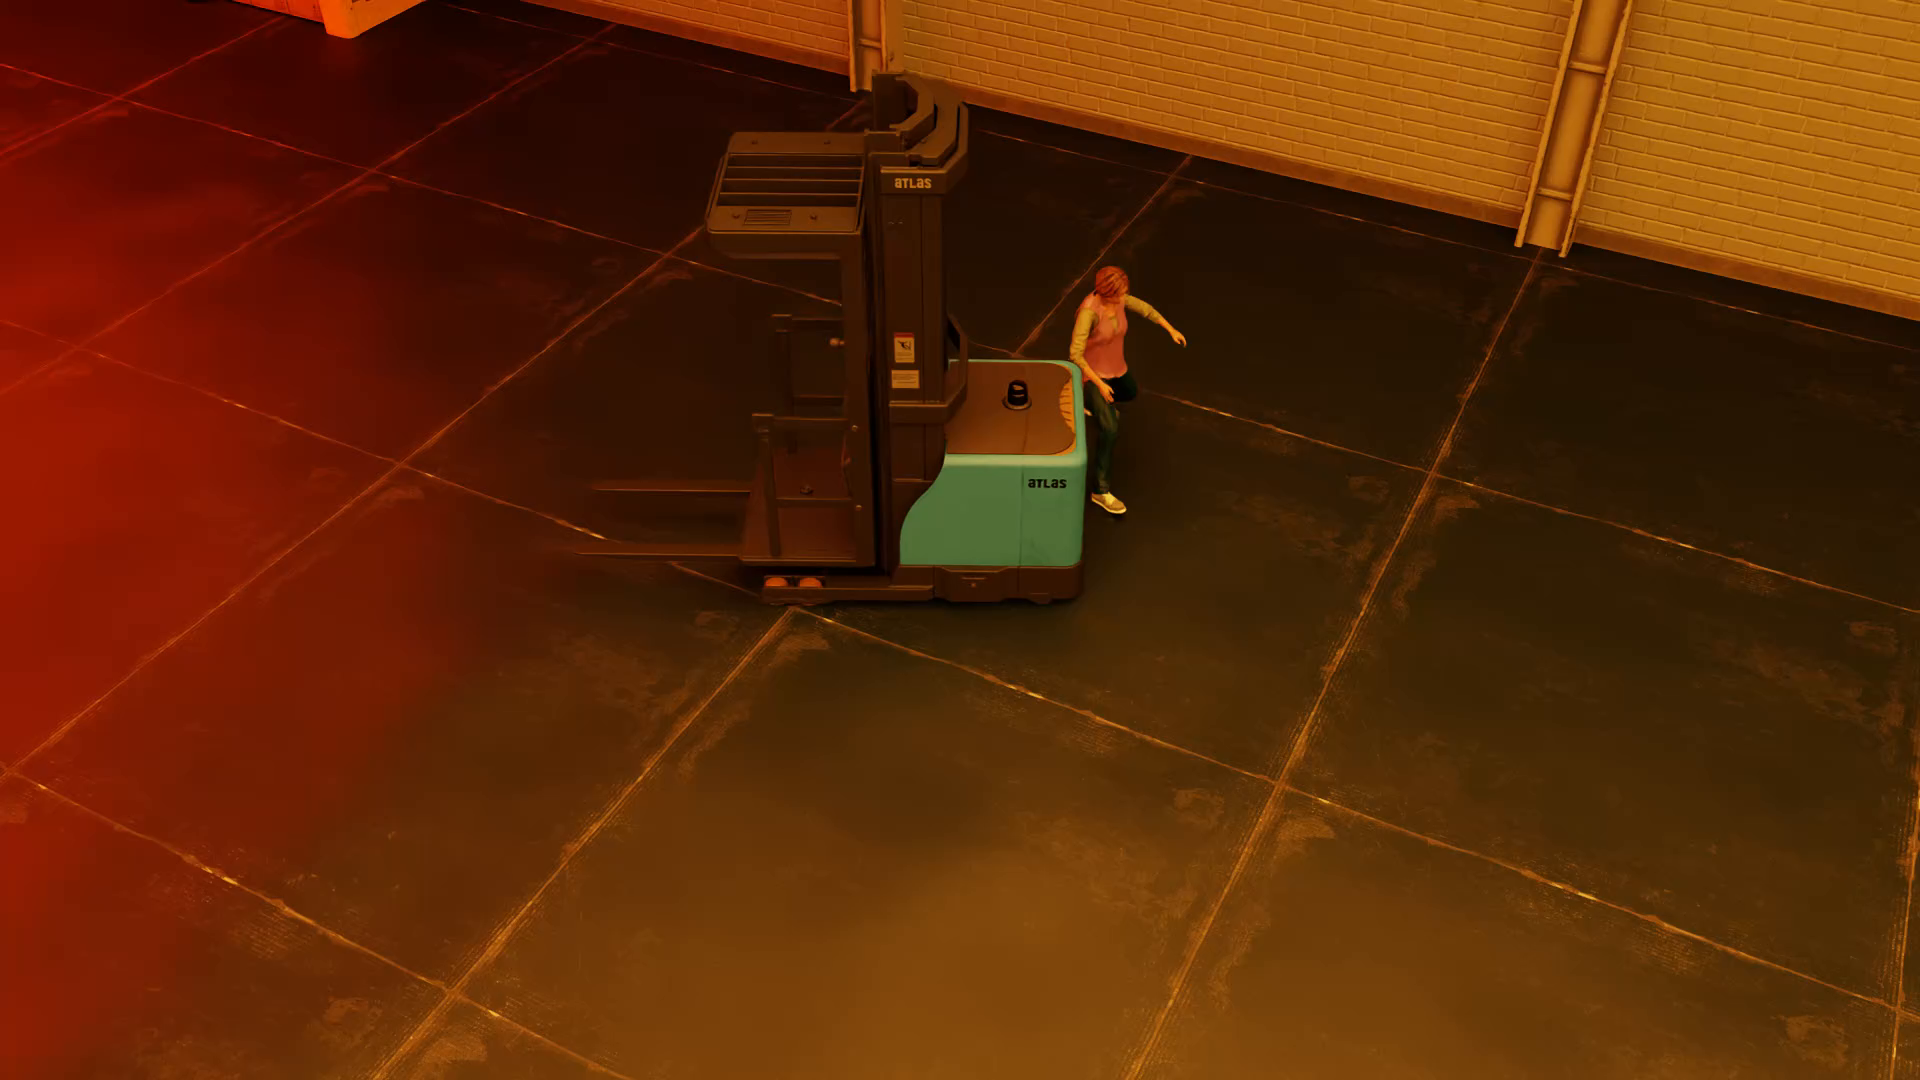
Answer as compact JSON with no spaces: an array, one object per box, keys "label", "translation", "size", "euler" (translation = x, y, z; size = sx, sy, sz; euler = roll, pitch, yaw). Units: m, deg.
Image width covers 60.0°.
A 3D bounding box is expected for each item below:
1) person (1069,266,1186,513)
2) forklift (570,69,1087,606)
[{"label":"person","translation":[0.973,-1.062,10.440],"size":[0.884,1.446,0.901],"euler":[30,49,31]},{"label":"forklift","translation":[-0.789,-1.076,9.264],"size":[3.031,2.935,1.130],"euler":[1,40,1]}]
